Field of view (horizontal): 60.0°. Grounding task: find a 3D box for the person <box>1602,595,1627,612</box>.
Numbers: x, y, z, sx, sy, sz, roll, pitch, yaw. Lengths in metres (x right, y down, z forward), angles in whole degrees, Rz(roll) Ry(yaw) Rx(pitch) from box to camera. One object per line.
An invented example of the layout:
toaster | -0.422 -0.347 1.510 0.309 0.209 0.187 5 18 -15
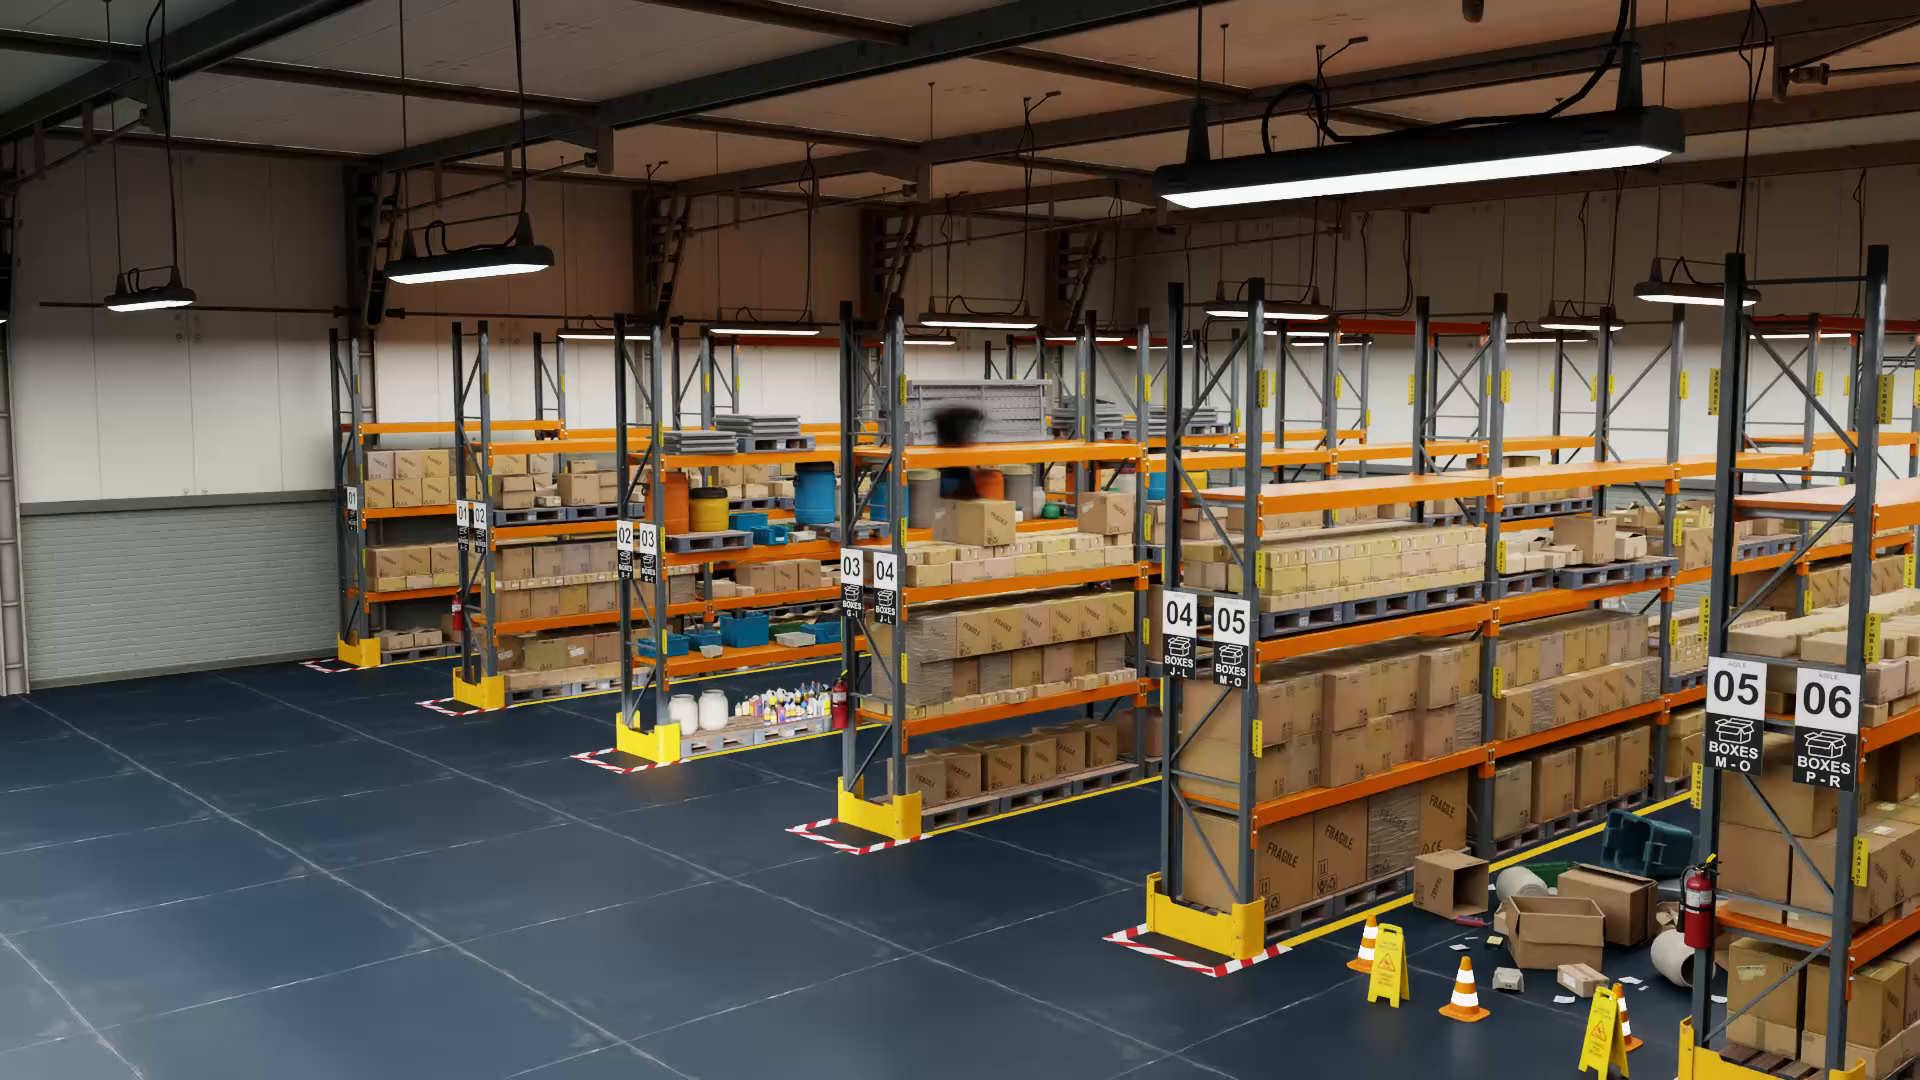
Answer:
person | 11.797 1.258 30.274 0.694 1.784 0.996 0 6 1
